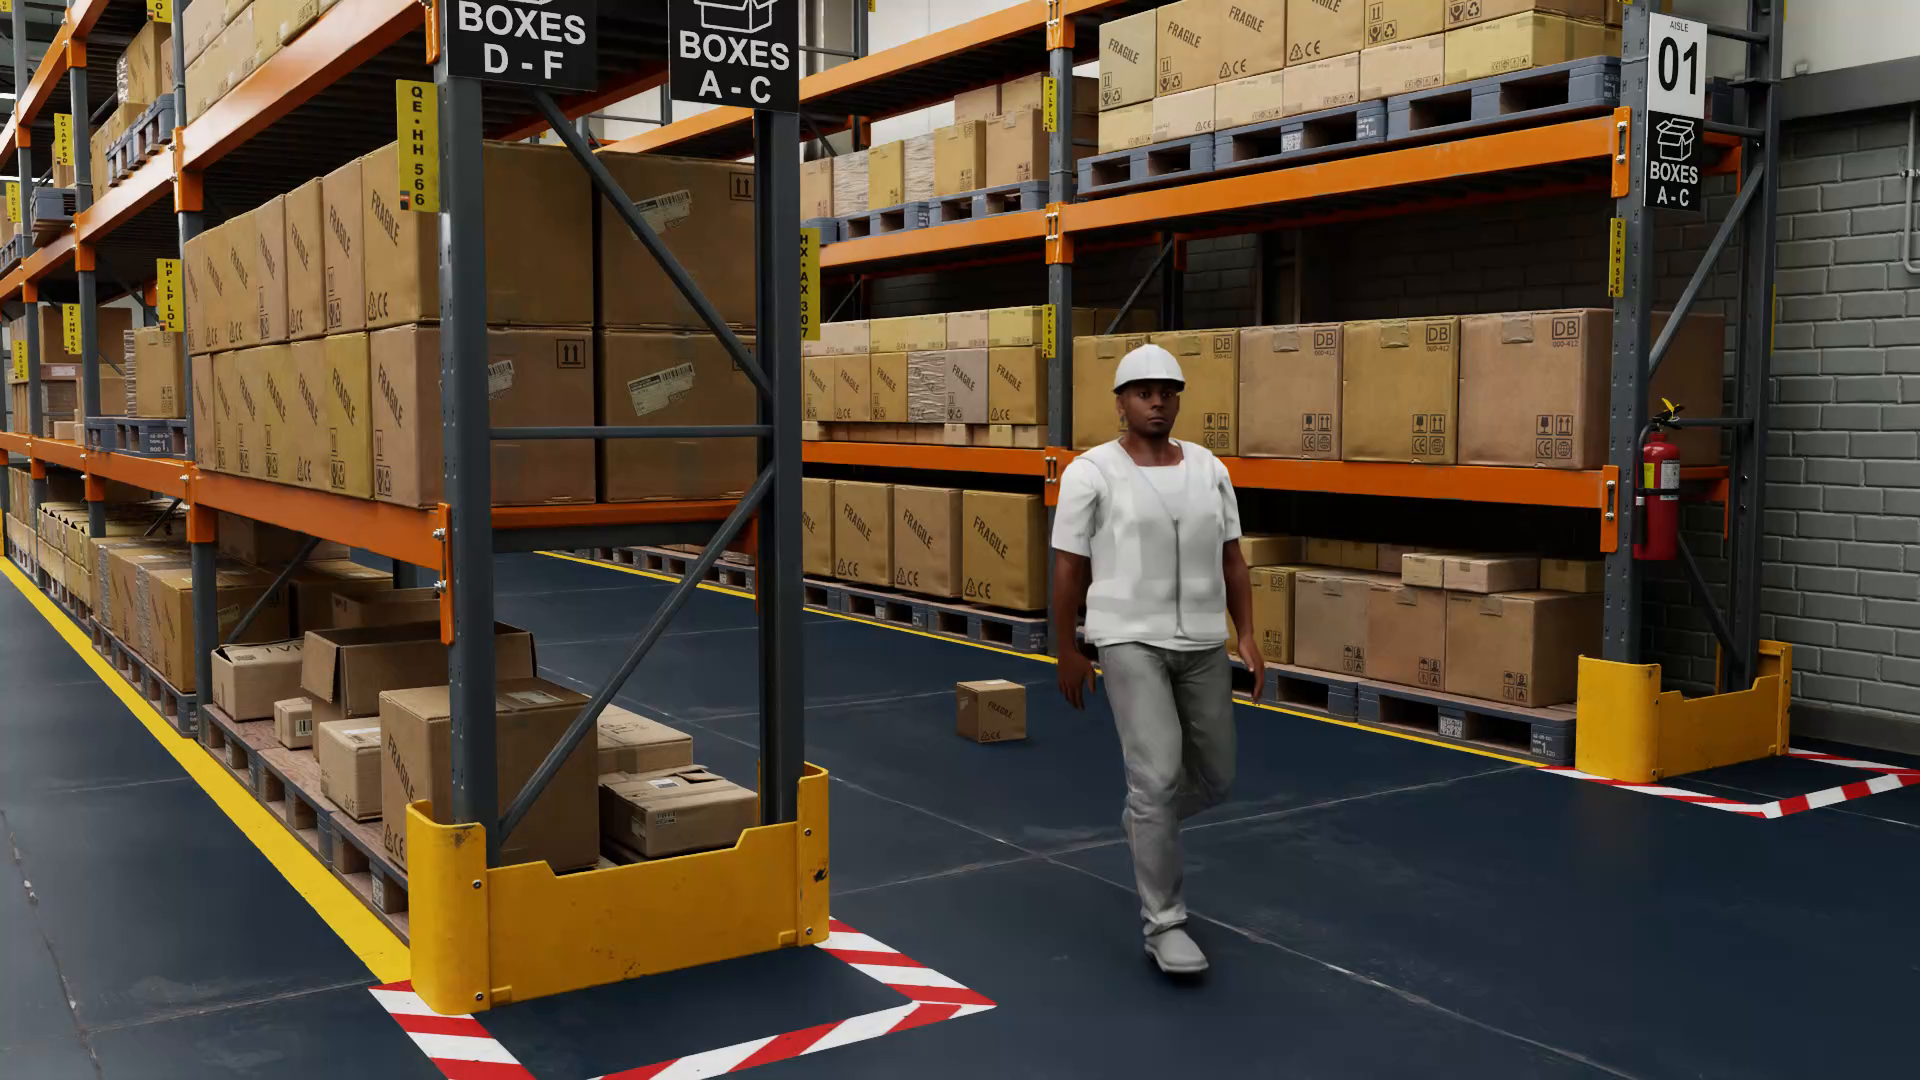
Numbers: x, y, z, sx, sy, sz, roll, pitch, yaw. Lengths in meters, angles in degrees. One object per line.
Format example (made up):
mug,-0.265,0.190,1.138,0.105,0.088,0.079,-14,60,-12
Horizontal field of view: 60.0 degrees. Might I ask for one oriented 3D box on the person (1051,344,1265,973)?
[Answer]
person,0.571,0.303,4.852,0.569,1.739,0.842,-2,5,-19
